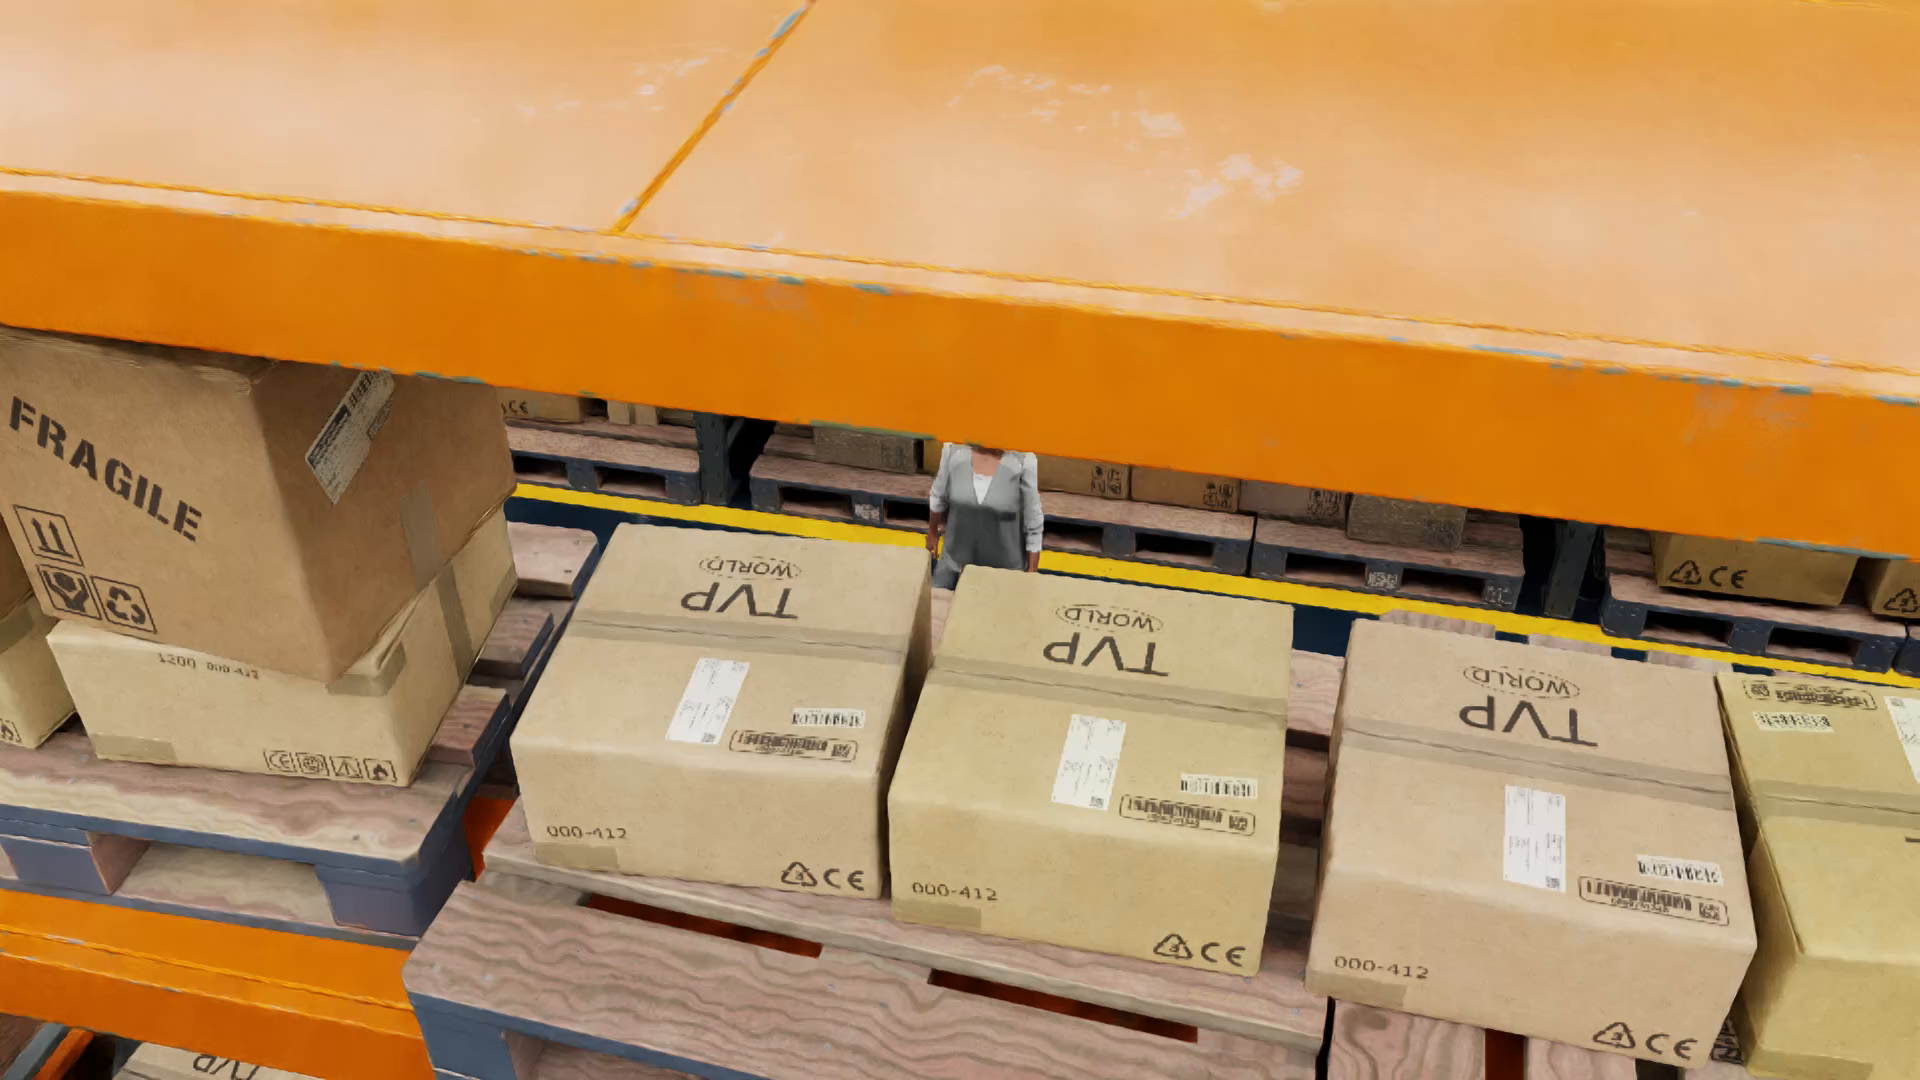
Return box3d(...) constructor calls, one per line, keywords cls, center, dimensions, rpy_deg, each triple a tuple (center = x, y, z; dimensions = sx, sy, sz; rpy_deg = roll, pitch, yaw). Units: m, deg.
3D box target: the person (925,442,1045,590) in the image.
box3d(cls="person", center=(0.057, 0.019, 6.632), dimensions=(0.590, 1.593, 0.543), rpy_deg=(7, 38, 9))
